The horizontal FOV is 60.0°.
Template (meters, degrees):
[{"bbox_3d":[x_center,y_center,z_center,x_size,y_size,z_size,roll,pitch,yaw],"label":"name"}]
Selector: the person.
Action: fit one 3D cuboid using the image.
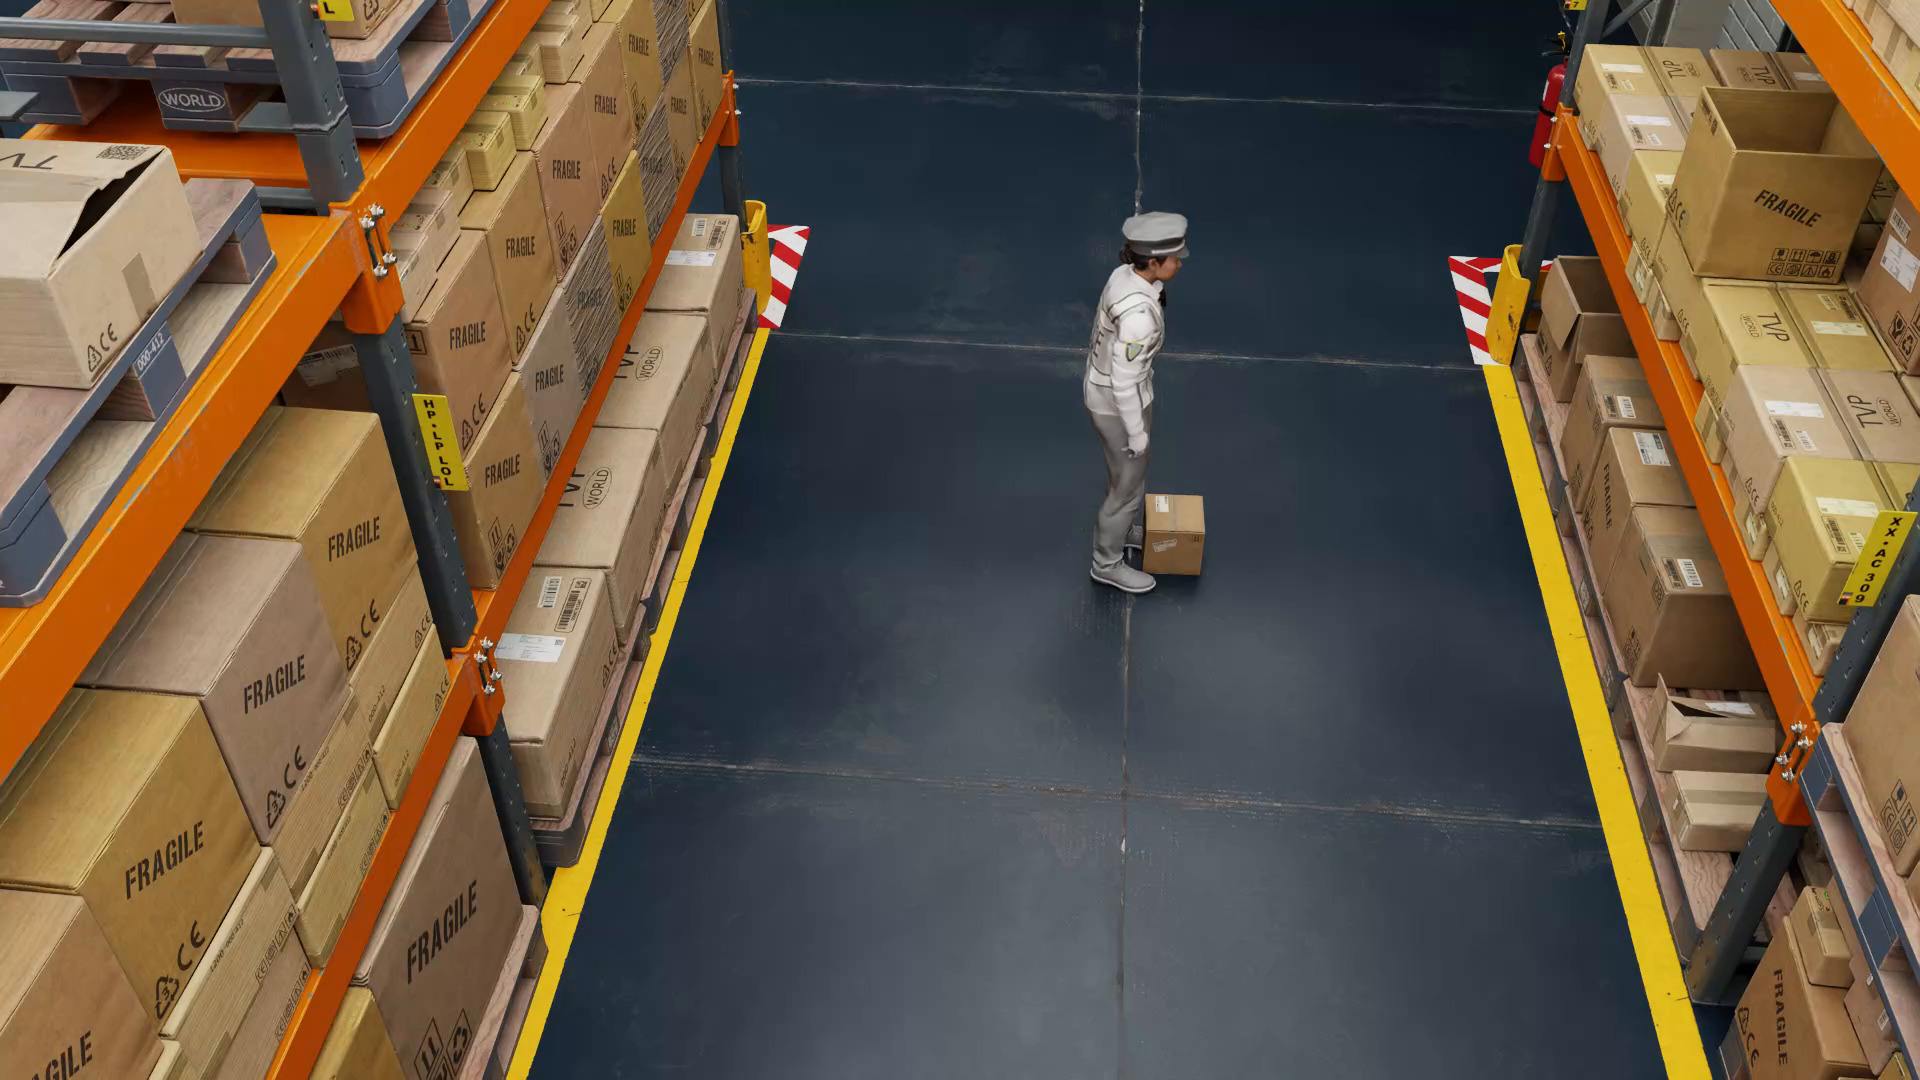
[{"bbox_3d":[0.707,-0.568,6.823,0.403,1.664,0.528,3,40,4],"label":"person"}]
